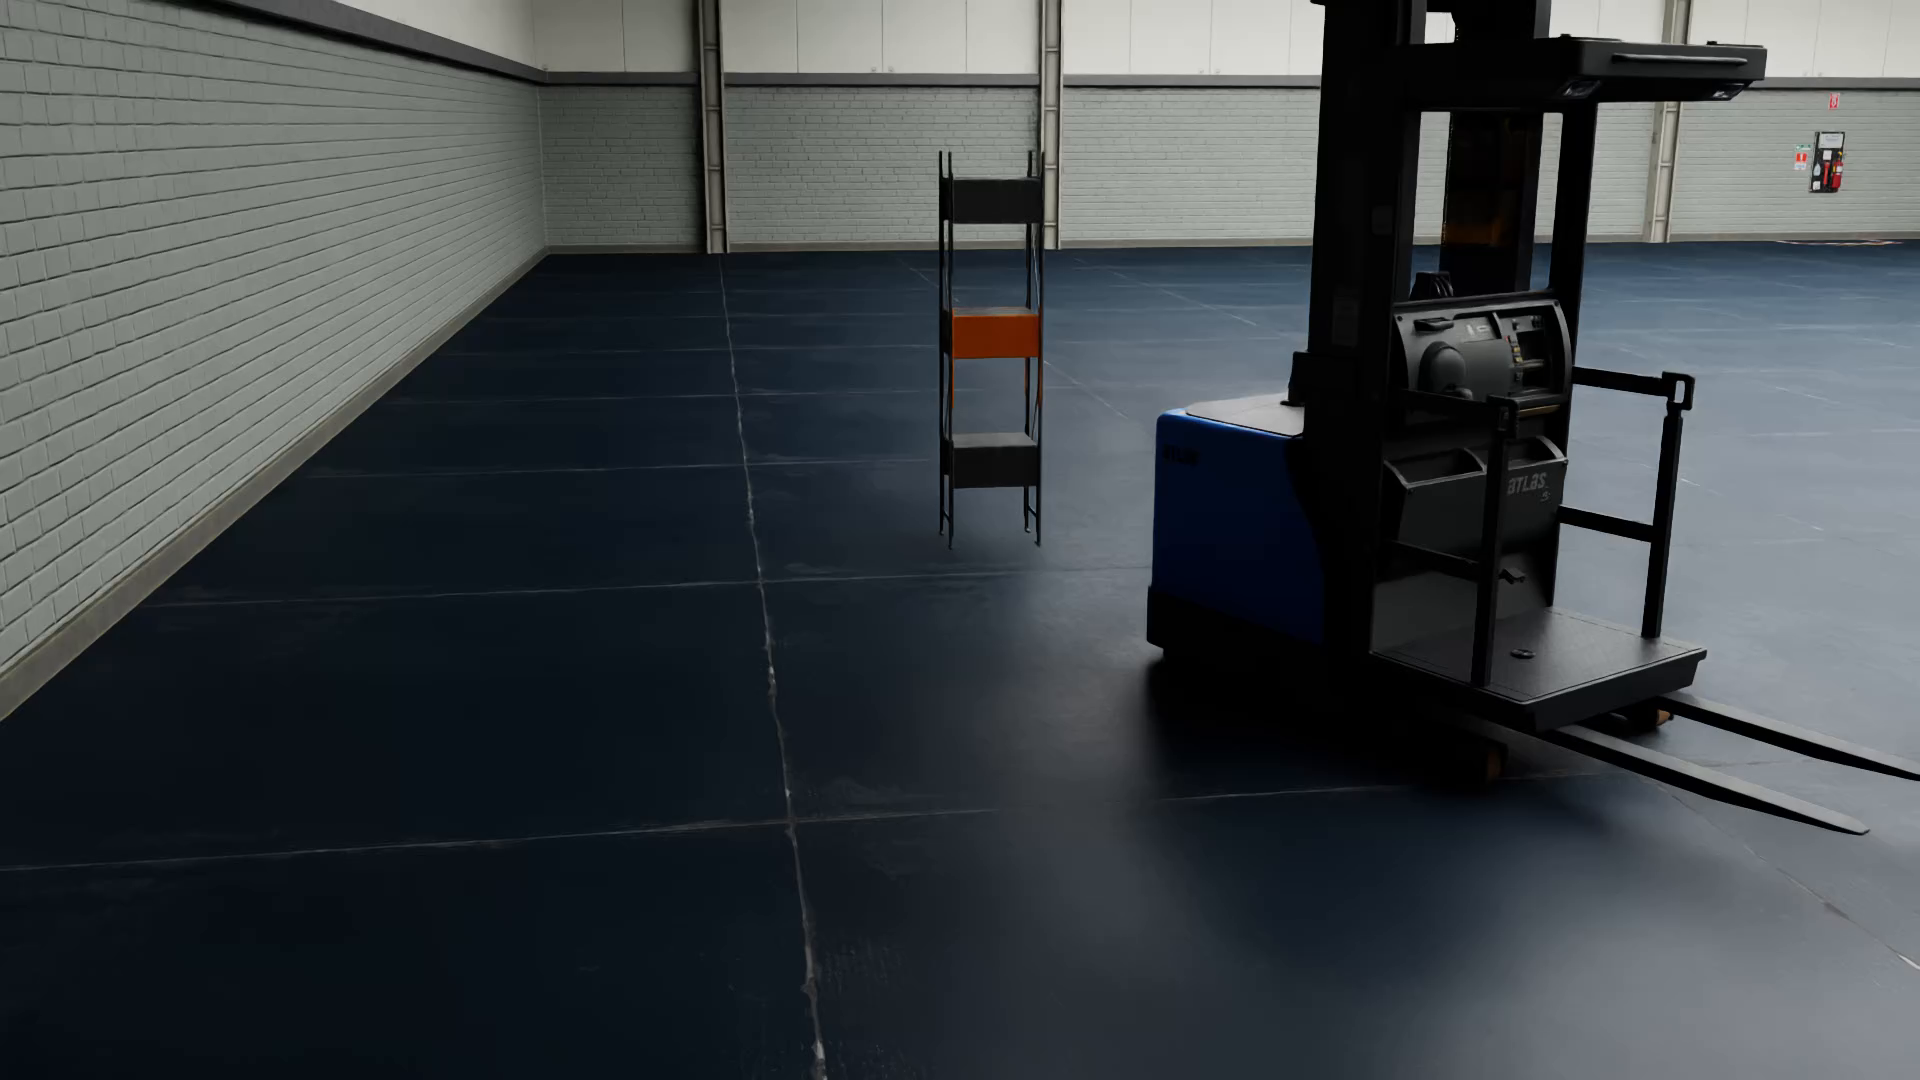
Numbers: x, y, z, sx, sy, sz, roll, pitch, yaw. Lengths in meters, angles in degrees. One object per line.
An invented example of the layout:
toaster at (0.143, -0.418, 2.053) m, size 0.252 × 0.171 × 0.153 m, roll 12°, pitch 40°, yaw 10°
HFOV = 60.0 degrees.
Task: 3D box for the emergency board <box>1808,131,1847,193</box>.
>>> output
emergency board at (16.975, -7.369, 32.439) m, size 0.643 × 1.169 × 0.194 m, roll -2°, pitch 14°, yaw -8°

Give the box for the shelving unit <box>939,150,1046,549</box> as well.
shelving unit at (0.164, -1.024, 8.990) m, size 0.503 × 2.100 × 0.431 m, roll -2°, pitch 14°, yaw -8°

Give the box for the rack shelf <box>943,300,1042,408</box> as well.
rack shelf at (0.164, -1.011, 8.994) m, size 0.480 × 0.518 × 0.431 m, roll -2°, pitch 14°, yaw -8°

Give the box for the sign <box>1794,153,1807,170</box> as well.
sign at (16.413, -7.391, 32.454) m, size 0.234 × 0.329 × 0.001 m, roll -2°, pitch 14°, yaw -8°

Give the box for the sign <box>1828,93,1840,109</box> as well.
sign at (16.952, -8.517, 32.251) m, size 0.199 × 0.298 × 0.001 m, roll -2°, pitch 14°, yaw -8°

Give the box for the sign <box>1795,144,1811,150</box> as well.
sign at (16.419, -7.646, 32.381) m, size 0.331 × 0.109 × 0.001 m, roll -2°, pitch 14°, yaw -8°

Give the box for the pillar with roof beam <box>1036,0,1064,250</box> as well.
pillar with roof beam at (2.267, -8.671, 25.300) m, size 0.400 × 9.000 × 9.100 m, roll -2°, pitch 14°, yaw -8°

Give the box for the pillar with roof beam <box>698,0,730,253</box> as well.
pillar with roof beam at (-3.667, -8.454, 24.433) m, size 0.400 × 9.000 × 9.100 m, roll -2°, pitch 14°, yaw -8°

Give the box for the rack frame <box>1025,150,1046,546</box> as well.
rack frame at (0.405, -1.033, 9.026) m, size 0.015 × 2.100 × 0.400 m, roll -2°, pitch 14°, yaw -8°

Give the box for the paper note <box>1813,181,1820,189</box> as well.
paper note at (16.790, -6.952, 32.587) m, size 0.142 × 0.148 × 0.016 m, roll -2°, pitch 14°, yaw -8°

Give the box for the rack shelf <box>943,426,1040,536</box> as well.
rack shelf at (0.164, -0.332, 9.164) m, size 0.480 × 0.518 × 0.431 m, roll -2°, pitch 14°, yaw -8°

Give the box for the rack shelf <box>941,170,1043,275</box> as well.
rack shelf at (0.164, -1.690, 8.823) m, size 0.480 × 0.518 × 0.431 m, roll -2°, pitch 14°, yaw -8°

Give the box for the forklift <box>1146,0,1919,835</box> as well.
forklift at (2.055, -0.694, 5.962) m, size 1.130 × 2.935 × 3.031 m, roll -9°, pitch 17°, yaw -33°

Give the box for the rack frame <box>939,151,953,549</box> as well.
rack frame at (-0.078, -1.016, 8.955) m, size 0.015 × 2.100 × 0.400 m, roll -2°, pitch 14°, yaw -8°

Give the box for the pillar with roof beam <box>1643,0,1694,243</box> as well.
pillar with roof beam at (14.133, -9.106, 27.034) m, size 0.400 × 9.000 × 9.100 m, roll -2°, pitch 14°, yaw -8°
